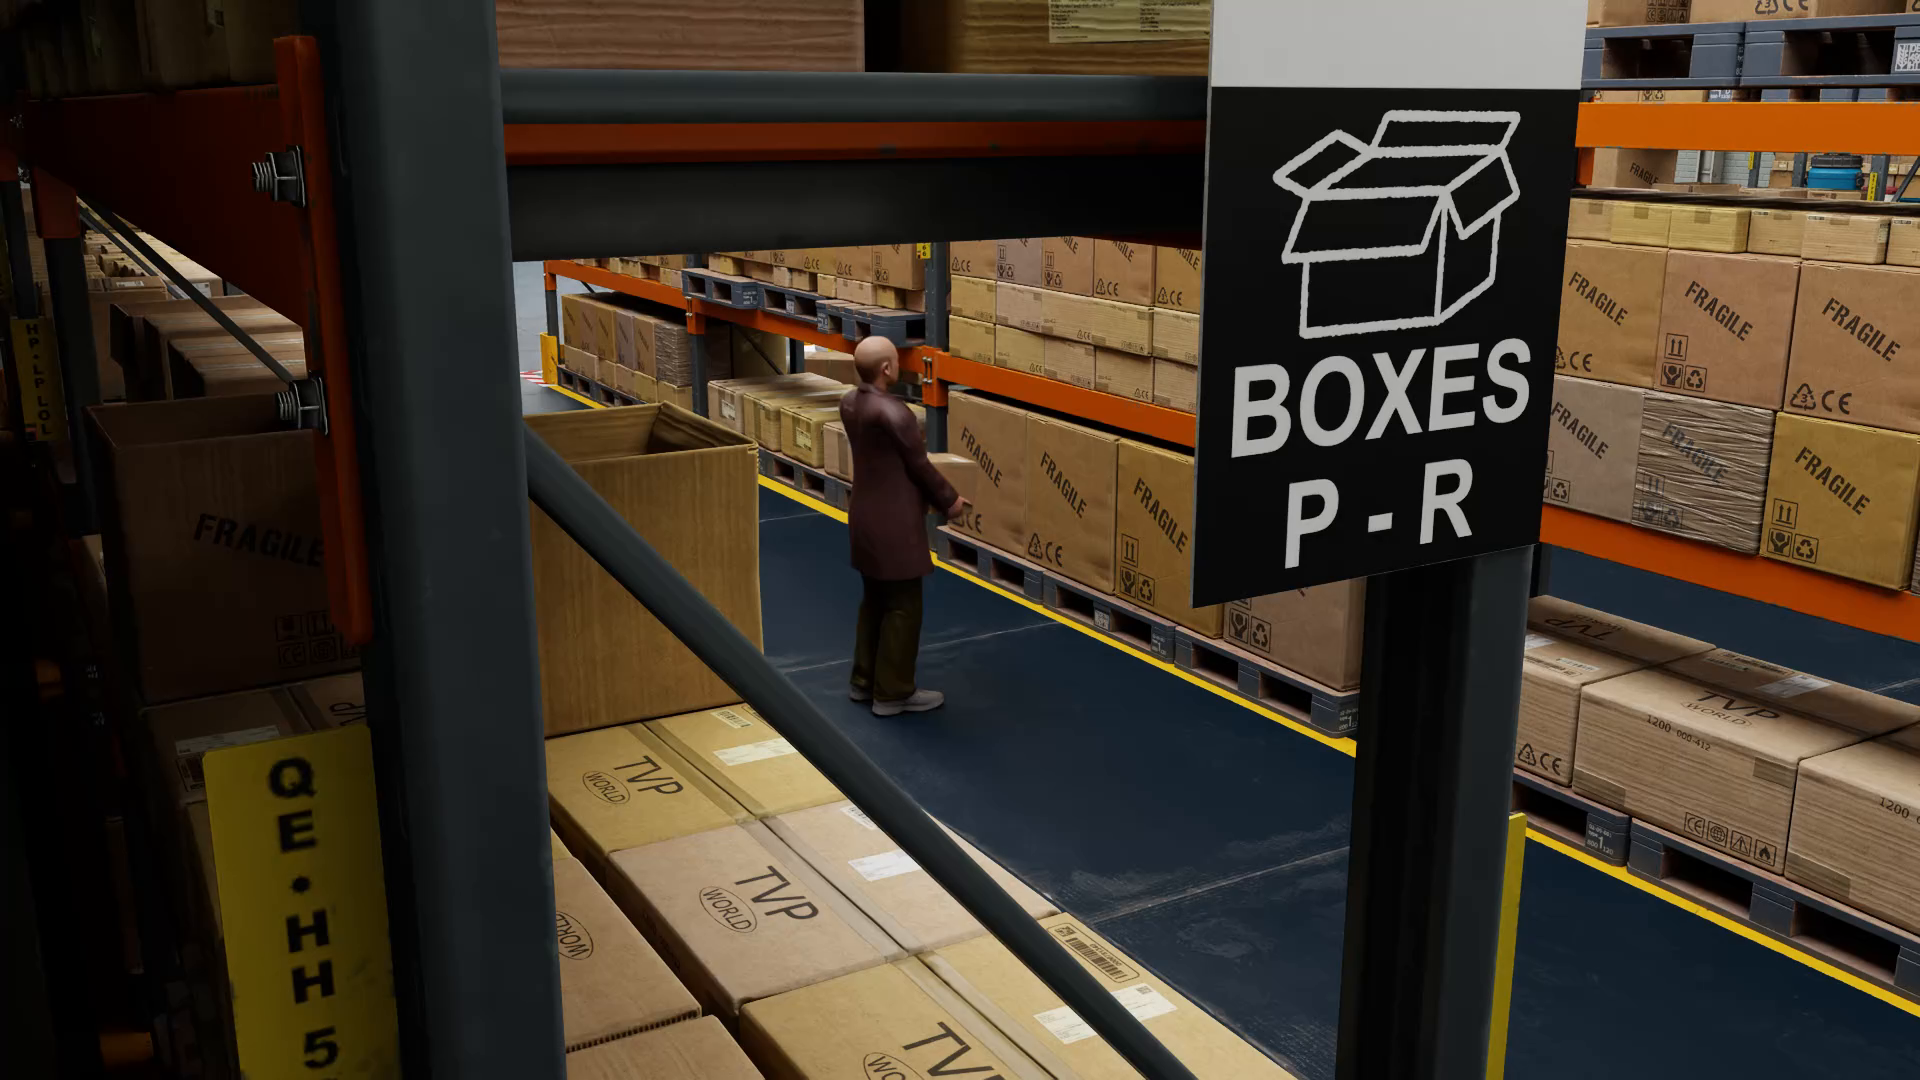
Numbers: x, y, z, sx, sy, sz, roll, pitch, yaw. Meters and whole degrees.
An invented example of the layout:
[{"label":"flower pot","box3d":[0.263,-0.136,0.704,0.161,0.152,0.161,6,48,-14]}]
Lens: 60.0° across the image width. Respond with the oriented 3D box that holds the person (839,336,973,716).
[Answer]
[{"label":"person","box3d":[-0.248,-0.087,7.867,0.552,1.778,0.524,-9,17,-30]}]
